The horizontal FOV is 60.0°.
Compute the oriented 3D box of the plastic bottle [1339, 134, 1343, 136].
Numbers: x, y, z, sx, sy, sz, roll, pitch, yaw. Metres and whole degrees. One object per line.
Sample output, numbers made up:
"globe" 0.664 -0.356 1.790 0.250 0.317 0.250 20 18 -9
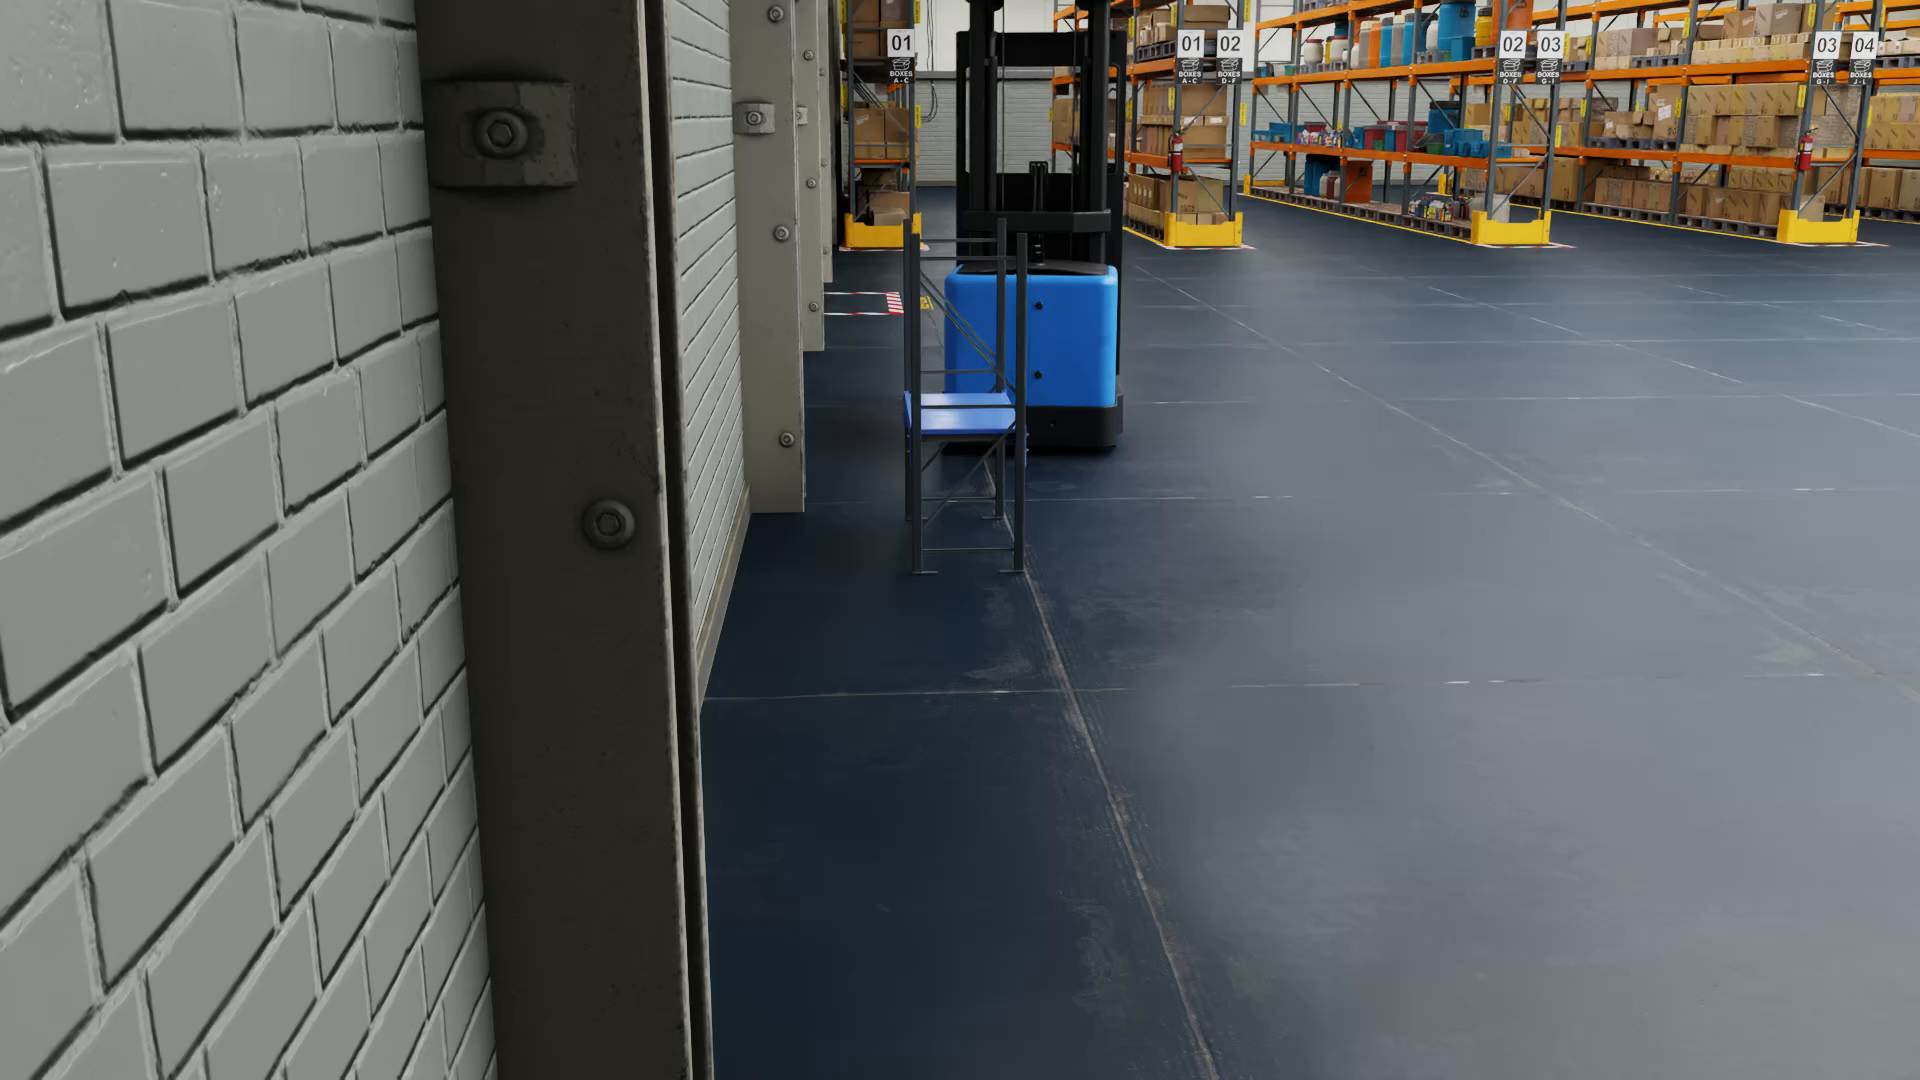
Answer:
"plastic bottle" 8.249 -8.685 36.021 0.097 0.271 0.097 0 14 0

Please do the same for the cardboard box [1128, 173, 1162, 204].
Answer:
"cardboard box" 3.231 -6.146 29.066 0.500 0.500 0.500 -1 14 -3

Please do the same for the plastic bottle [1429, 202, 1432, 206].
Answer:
"plastic bottle" 8.153 -5.709 28.787 0.097 0.271 0.097 0 14 0

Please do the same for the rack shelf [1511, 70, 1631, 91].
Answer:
"rack shelf" 13.031 -9.780 35.442 1.077 0.370 4.000 -1 14 -3

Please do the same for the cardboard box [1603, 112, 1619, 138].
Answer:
"cardboard box" 13.228 -8.297 33.209 0.500 0.500 0.500 -3 15 -10

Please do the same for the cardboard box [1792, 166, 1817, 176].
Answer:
"cardboard box" 17.808 -7.752 34.804 0.500 0.250 0.500 -1 14 -5

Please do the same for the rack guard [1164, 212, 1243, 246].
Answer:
"rack guard" 3.764 -4.820 25.758 1.175 0.500 0.348 -1 14 -3

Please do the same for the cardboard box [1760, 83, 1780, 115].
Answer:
"cardboard box" 13.333 -7.123 26.886 0.500 0.500 0.500 -1 14 -3

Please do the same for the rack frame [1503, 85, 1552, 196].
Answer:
"rack frame" 12.907 -9.173 37.660 1.000 3.000 0.127 -1 14 -3

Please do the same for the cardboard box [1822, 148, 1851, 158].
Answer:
"cardboard box" 13.871 -6.142 26.381 0.380 0.149 0.250 -1 14 -3

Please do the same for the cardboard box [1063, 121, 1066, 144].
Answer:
"cardboard box" 2.665 -9.446 38.519 0.500 0.500 0.500 -1 14 -2

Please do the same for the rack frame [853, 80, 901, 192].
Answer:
"rack frame" -1.677 -7.949 32.902 1.000 3.000 0.127 -1 14 -3

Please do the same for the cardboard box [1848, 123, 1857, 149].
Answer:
"cardboard box" 17.904 -8.036 33.039 0.500 0.500 0.500 -1 14 -4

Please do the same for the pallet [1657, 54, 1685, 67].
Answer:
"pallet" 13.471 -8.701 30.180 1.213 0.211 1.003 -1 14 -3

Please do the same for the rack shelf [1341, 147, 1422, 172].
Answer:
"rack shelf" 8.335 -7.256 31.652 1.077 0.370 4.000 -1 14 -3

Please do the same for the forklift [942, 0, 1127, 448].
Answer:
"forklift" 0.540 -2.287 11.033 1.130 2.935 3.031 1 14 5

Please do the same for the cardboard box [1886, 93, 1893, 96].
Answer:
"cardboard box" 22.415 -10.625 39.791 0.380 0.149 0.250 -1 14 -3

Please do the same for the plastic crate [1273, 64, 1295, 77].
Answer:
"plastic crate" 7.545 -10.931 38.709 0.437 0.282 0.530 -1 14 -3

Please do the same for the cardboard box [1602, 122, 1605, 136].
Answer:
"cardboard box" 13.396 -8.352 34.267 0.500 0.500 0.500 0 14 -2

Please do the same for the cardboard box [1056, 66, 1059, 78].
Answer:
"cardboard box" 2.568 -11.140 39.584 0.500 0.250 0.500 -1 14 -3

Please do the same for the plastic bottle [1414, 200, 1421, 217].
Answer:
"plastic bottle" 8.089 -5.835 29.269 0.152 0.276 0.135 0 14 -1

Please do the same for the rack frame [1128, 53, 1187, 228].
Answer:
"rack frame" 3.515 -7.032 29.336 1.000 3.000 0.127 -1 14 -3

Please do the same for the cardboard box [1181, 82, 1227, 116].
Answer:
"cardboard box" 3.744 -6.843 25.799 0.700 0.500 0.500 -1 14 -3

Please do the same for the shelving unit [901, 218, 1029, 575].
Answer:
"shelving unit" 0.005 -0.705 7.757 0.538 1.500 1.048 -1 14 -3

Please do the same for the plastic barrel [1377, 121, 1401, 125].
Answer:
"plastic barrel" 8.543 -8.057 33.049 0.600 0.536 0.708 -1 14 -3

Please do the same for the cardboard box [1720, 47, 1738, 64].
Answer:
"cardboard box" 13.233 -8.193 28.129 0.500 0.250 0.500 -1 15 -6

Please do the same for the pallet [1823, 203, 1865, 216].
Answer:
"pallet" 18.085 -6.682 33.574 1.003 0.211 1.213 -1 14 -3

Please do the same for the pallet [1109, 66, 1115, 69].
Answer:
"pallet" 3.399 -9.220 32.202 1.213 0.211 1.003 0 14 -1

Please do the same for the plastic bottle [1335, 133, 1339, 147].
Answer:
"plastic bottle" 7.746 -8.197 34.099 0.061 0.283 0.133 -1 14 -3

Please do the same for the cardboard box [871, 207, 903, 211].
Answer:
"cardboard box" -1.169 -5.186 26.674 0.500 0.311 0.500 0 14 1

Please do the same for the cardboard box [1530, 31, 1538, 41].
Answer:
"cardboard box" 12.855 -11.523 38.025 0.500 0.250 0.500 -2 15 -7

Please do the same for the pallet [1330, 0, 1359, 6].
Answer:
"pallet" 8.197 -10.902 33.521 1.213 0.211 1.003 -1 14 -3

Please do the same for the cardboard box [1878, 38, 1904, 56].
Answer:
"cardboard box" 18.000 -9.456 31.872 0.500 0.311 0.500 -1 14 -4

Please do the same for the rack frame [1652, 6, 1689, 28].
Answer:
"rack frame" 17.616 -13.125 40.978 1.000 3.000 0.127 -1 14 -3

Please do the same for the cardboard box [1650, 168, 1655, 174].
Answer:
"cardboard box" 17.309 -9.195 41.428 0.380 0.149 0.250 -2 15 -6

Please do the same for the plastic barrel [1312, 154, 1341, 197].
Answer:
"plastic barrel" 8.024 -7.972 36.360 0.600 0.901 0.708 -1 14 -3

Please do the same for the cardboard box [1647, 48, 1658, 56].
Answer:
"cardboard box" 13.187 -9.191 31.336 0.380 0.166 0.250 -1 14 -5

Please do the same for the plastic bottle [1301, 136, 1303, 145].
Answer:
"plastic bottle" 7.594 -8.841 36.768 0.097 0.201 0.097 0 14 0

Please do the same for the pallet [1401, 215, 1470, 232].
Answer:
"pallet" 8.459 -5.589 29.325 1.003 0.211 1.213 -1 14 -3

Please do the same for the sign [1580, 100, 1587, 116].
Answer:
"sign" 12.601 -8.730 33.612 0.100 0.325 0.005 -1 14 -3

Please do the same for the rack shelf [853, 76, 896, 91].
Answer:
"rack shelf" -1.801 -9.551 34.551 1.077 0.370 4.000 -1 14 -3

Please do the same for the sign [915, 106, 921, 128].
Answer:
"sign" -0.639 -6.387 25.094 0.100 0.325 0.005 -1 14 -3

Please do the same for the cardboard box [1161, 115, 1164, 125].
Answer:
"cardboard box" 3.467 -6.814 26.986 0.380 0.149 0.250 0 14 -2

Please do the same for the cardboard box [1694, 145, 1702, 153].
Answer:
"cardboard box" 13.161 -6.880 29.250 0.380 0.149 0.250 -1 14 -3

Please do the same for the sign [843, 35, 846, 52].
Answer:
"sign" -2.231 -9.684 32.428 0.100 0.325 0.005 -1 14 -3

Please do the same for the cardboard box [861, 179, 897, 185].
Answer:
"cardboard box" -1.580 -6.773 32.465 0.700 0.500 0.500 -1 14 -3

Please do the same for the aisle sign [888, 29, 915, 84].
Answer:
"aisle sign" -0.877 -7.205 24.793 0.394 0.787 0.004 -1 14 -3

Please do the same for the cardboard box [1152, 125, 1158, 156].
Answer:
"cardboard box" 3.615 -6.714 27.900 0.700 0.500 0.500 -1 14 -3

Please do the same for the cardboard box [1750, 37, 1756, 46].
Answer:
"cardboard box" 13.278 -8.219 27.431 0.380 0.149 0.250 -2 15 -6

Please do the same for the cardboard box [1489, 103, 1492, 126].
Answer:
"cardboard box" 12.585 -9.843 38.461 0.500 0.500 0.500 -1 14 -3

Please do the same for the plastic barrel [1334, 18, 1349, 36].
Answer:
"plastic barrel" 8.222 -10.574 35.233 0.600 0.901 0.708 -1 14 -3

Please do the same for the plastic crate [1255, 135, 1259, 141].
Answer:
"plastic crate" 7.340 -9.845 40.681 0.250 0.136 0.298 -1 14 -3

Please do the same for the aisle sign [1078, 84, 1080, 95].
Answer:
"aisle sign" 3.073 -11.297 40.696 0.394 0.787 0.004 -1 14 -3

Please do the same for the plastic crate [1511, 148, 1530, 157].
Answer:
"plastic crate" 8.973 -6.212 26.680 0.298 0.136 0.250 -1 14 -3
